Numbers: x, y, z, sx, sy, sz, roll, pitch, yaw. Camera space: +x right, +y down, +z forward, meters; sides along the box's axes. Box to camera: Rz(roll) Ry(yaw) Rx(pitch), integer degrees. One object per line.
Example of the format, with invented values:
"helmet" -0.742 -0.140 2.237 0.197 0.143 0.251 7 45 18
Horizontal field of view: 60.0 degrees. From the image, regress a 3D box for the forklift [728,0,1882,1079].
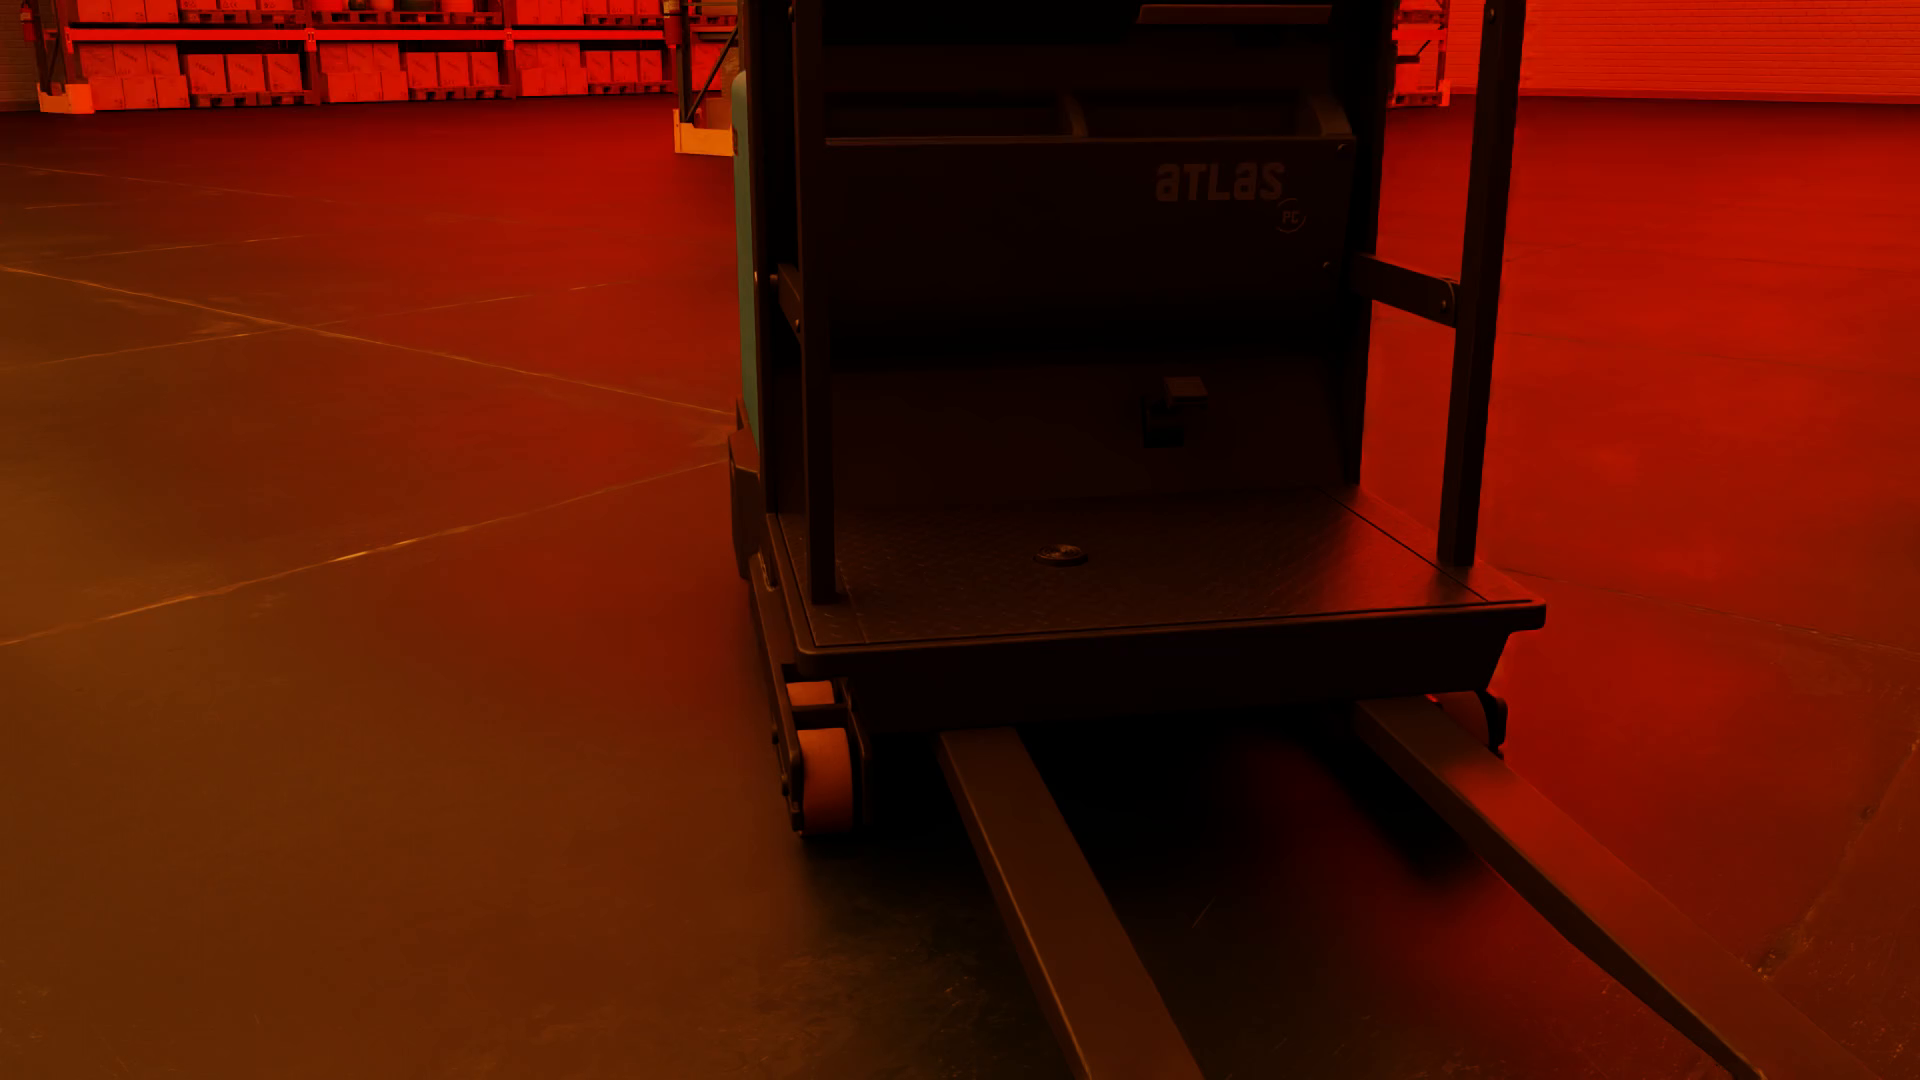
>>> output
"forklift" 0.235 -1.073 2.432 1.130 2.935 3.031 -3 17 -10
